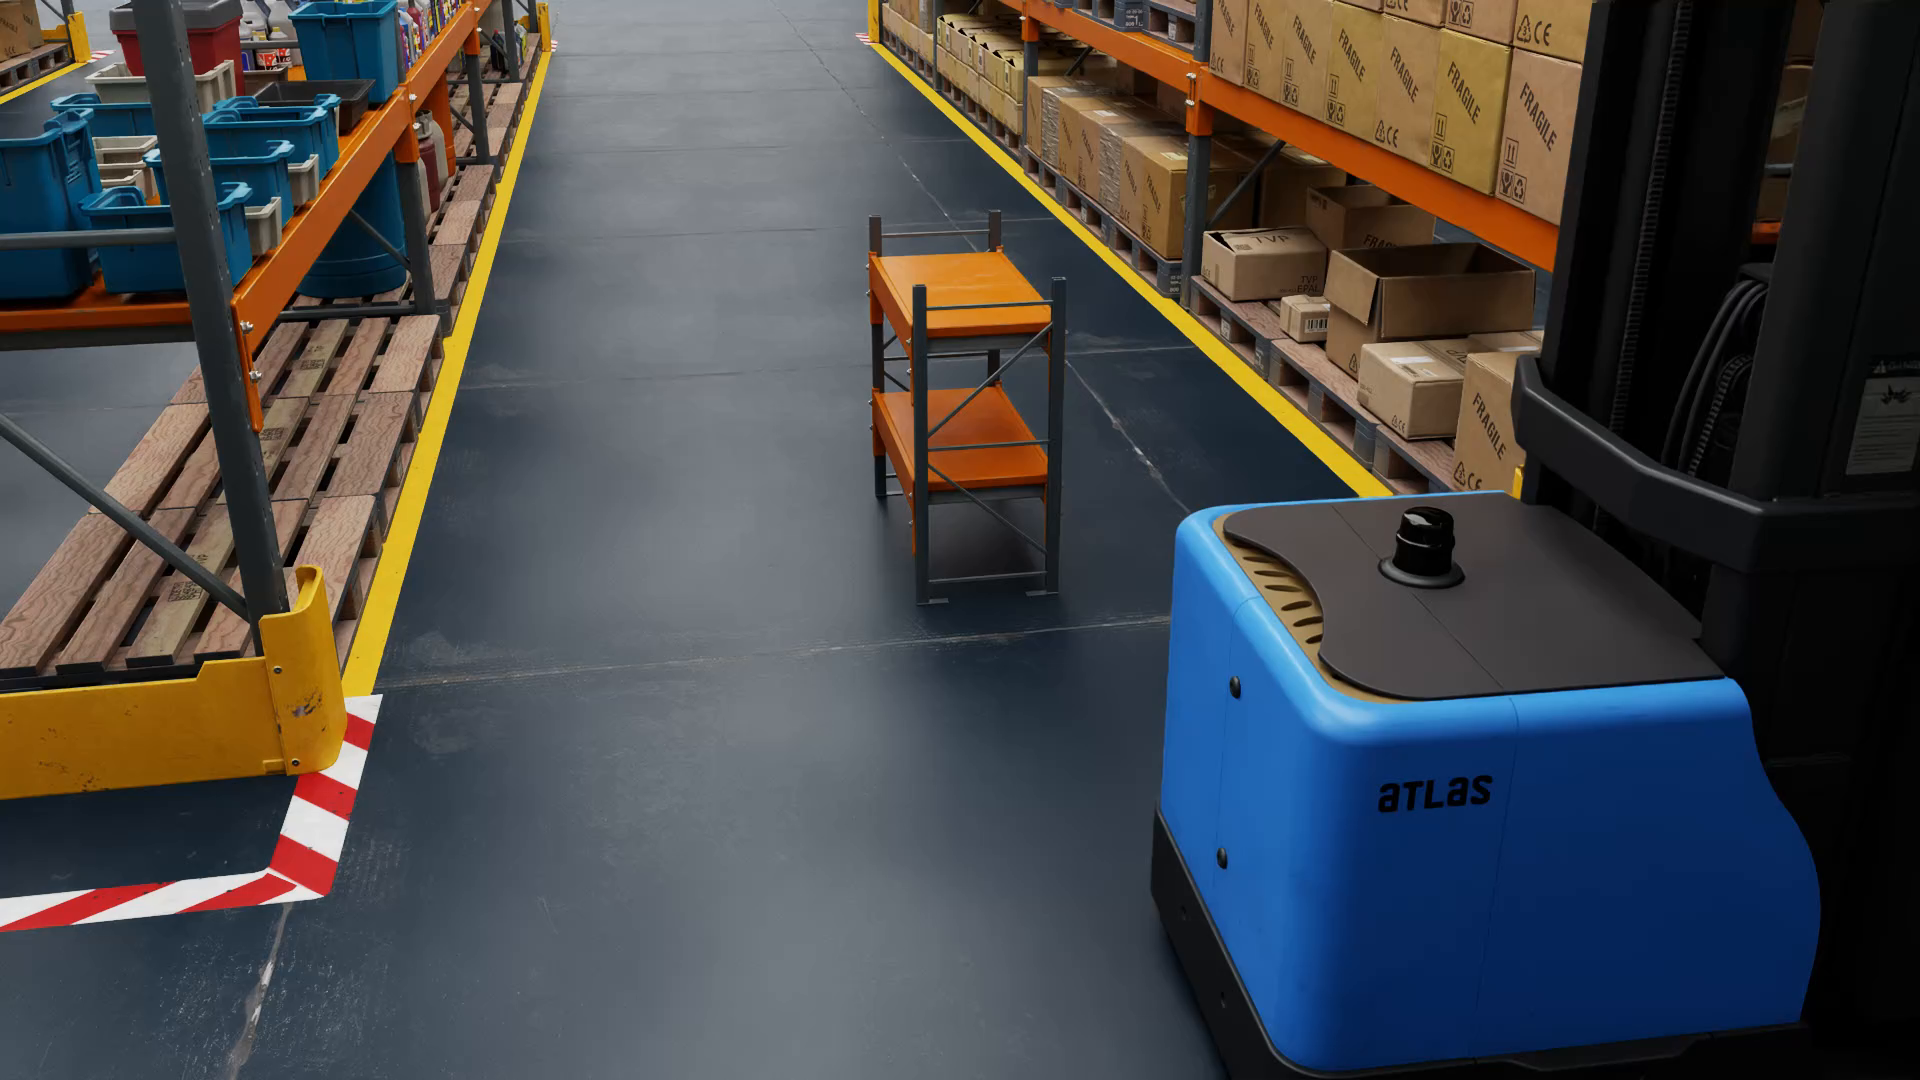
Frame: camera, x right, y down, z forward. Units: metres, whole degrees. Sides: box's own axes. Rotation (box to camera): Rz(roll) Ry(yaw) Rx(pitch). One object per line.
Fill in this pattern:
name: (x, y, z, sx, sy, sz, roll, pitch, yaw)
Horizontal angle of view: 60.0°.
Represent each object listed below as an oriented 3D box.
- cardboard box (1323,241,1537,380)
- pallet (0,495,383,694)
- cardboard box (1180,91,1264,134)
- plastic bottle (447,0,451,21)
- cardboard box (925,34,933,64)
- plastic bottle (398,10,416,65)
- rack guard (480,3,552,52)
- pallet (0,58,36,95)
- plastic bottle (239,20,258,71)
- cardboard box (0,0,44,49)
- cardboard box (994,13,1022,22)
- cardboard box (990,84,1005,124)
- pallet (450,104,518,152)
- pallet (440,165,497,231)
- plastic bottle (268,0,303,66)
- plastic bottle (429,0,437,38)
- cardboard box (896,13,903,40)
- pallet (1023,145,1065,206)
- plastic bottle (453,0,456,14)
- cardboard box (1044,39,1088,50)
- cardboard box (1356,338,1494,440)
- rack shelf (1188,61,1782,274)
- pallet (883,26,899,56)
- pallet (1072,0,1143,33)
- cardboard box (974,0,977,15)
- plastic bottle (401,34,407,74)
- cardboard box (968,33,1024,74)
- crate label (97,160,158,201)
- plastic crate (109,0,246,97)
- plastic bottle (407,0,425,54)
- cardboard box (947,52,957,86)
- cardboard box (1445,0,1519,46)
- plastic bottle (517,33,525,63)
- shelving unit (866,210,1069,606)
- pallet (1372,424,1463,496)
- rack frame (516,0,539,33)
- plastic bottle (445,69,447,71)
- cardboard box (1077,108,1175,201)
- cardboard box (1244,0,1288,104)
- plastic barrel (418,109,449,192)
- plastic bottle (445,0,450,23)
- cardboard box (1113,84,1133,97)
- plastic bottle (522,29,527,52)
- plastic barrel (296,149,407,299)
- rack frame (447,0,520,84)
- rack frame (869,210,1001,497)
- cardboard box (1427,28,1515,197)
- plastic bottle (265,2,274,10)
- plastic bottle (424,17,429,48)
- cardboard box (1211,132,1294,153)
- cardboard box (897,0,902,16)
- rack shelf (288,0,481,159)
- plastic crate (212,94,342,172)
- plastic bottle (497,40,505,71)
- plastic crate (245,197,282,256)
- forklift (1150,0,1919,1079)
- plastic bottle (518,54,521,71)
cardboard box: (2.072, -1.005, 7.372, 0.797, 0.503, 0.637, -4, 24, -10)
pallet: (-2.524, 0.203, 5.521, 1.003, 0.211, 1.213, -4, 24, -10)
cardboard box: (1.684, -2.687, 10.292, 0.500, 0.250, 0.500, -4, 24, -10)
plastic bottle: (-3.277, -3.417, 10.487, 0.097, 0.271, 0.097, 0, 24, 0)
cardboard box: (-0.061, -4.931, 16.704, 0.500, 0.250, 0.500, -4, 24, -10)
plastic bottle: (-2.928, -2.618, 8.652, 0.152, 0.276, 0.135, -4, 24, -10)
rack guard: (-5.308, -5.869, 19.063, 1.175, 0.500, 0.348, -4, 24, -10)
pallet: (-9.884, -4.565, 16.439, 1.003, 0.211, 1.213, -4, 24, -10)
plastic bottle: (-3.540, -2.395, 8.141, 0.152, 0.276, 0.135, -4, 24, -10)
cardboard box: (-10.137, -5.474, 17.635, 0.500, 0.500, 0.500, 0, 24, 0)
cardboard box: (0.597, -4.884, 15.895, 0.500, 0.311, 0.500, -4, 24, -10)
cardboard box: (0.544, -3.583, 13.617, 0.500, 0.250, 0.500, -5, 24, -10)
pallet: (-4.216, -3.403, 13.777, 1.003, 0.211, 1.213, -4, 24, -10)
pallet: (-3.702, -2.309, 11.274, 1.003, 0.211, 1.213, -4, 24, -10)
plastic bottle: (-3.499, -2.646, 8.623, 0.144, 0.351, 0.185, -4, 24, -10)
plastic bottle: (-3.136, -3.104, 9.670, 0.144, 0.351, 0.185, -4, 24, -10)
cardboard box: (-0.431, -5.718, 18.505, 0.500, 0.250, 0.500, -4, 24, -10)
pallet: (1.080, -2.685, 12.134, 1.003, 0.211, 1.213, -4, 24, -10)
plastic bottle: (-3.349, -3.538, 10.851, 0.097, 0.201, 0.097, 0, 24, 0)
cardboard box: (0.974, -4.083, 14.061, 0.500, 0.311, 0.500, -5, 24, -11)
cardboard box: (1.970, -0.626, 6.820, 0.500, 0.250, 0.500, -4, 24, -10)
rack shelf: (2.089, -1.570, 6.995, 1.077, 0.370, 4.000, -4, 24, -10)
pallet: (-0.317, -5.830, 19.336, 1.003, 0.211, 1.213, -4, 24, -10)
pallet: (1.344, -3.407, 10.542, 1.003, 0.211, 1.213, -4, 24, -10)
cardboard box: (0.362, -5.510, 17.093, 0.500, 0.500, 0.500, -4, 24, -10)
plastic bottle: (-2.798, -2.443, 8.242, 0.061, 0.283, 0.133, -4, 24, -10)
cardboard box: (0.357, -4.236, 14.412, 0.500, 0.311, 0.500, -4, 24, -8)
crate label: (-2.853, -1.184, 5.468, 0.396, 0.136, 0.243, -4, 24, -10)
plastic crate: (-3.231, -2.008, 6.945, 0.402, 0.464, 0.583, -4, 24, -10)
plastic bottle: (-2.962, -2.792, 9.042, 0.061, 0.283, 0.133, -4, 24, -10)
cardboard box: (0.164, -4.387, 15.457, 0.500, 0.250, 0.500, -4, 24, -8)
cardboard box: (2.012, -1.970, 5.638, 0.500, 0.500, 0.500, -4, 24, -8)
plastic bottle: (-4.395, -4.915, 16.599, 0.061, 0.283, 0.133, -3, 24, -7)
shelving unit: (0.001, -0.513, 6.019, 0.538, 1.125, 1.048, -4, 24, -10)
pallet: (2.296, -0.178, 6.394, 1.003, 0.211, 1.213, -4, 24, -10)
rack frame: (-5.368, -7.041, 18.623, 1.000, 3.000, 0.127, -4, 24, -10)
plastic bottle: (-5.031, -4.687, 15.994, 0.144, 0.351, 0.185, -5, 24, -11)
cardboard box: (1.075, -2.507, 10.816, 0.500, 0.500, 0.500, -5, 24, -12)
cardboard box: (1.644, -2.310, 7.666, 0.500, 0.500, 0.500, -4, 24, -9)
plastic barrel: (-3.590, -2.540, 10.901, 0.421, 0.512, 0.421, 0, 24, 0)
plastic bottle: (-3.259, -3.347, 10.413, 0.097, 0.201, 0.097, 0, 24, 0)
cardboard box: (1.383, -2.965, 11.864, 0.500, 0.500, 0.500, -3, 24, -8)
plastic bottle: (-4.553, -5.149, 17.144, 0.152, 0.276, 0.135, -5, 24, -11)
plastic barrel: (-3.233, -1.767, 8.645, 0.600, 0.901, 0.708, -4, 24, -10)
rack frame: (-4.629, -5.467, 15.021, 1.000, 3.000, 0.127, -4, 24, -10)
rack frame: (-0.093, -0.713, 6.477, 0.500, 1.125, 0.032, -4, 24, -10)
cardboard box: (2.009, -1.518, 5.853, 0.500, 0.500, 0.500, -4, 24, -9)
plastic bottle: (-3.701, -2.737, 8.924, 0.152, 0.276, 0.135, -4, 24, -10)
plastic bottle: (-3.026, -2.852, 9.280, 0.097, 0.201, 0.097, 0, 24, 0)
cardboard box: (1.760, -2.159, 10.020, 0.500, 0.500, 0.500, -4, 24, -9)
cardboard box: (-0.420, -6.062, 18.357, 0.500, 0.500, 0.500, -4, 24, -10)
rack shelf: (-3.519, -2.778, 9.761, 1.077, 0.370, 4.000, -4, 24, -10)
plastic crate: (-2.431, -1.456, 5.969, 0.416, 0.233, 0.300, -4, 24, -10)
plastic bottle: (-4.448, -4.699, 16.106, 0.061, 0.283, 0.133, -4, 24, -10)
plastic crate: (-2.110, -0.908, 4.835, 0.250, 0.136, 0.298, -4, 24, -10)
forklift: (2.031, -0.334, 3.352, 3.031, 2.935, 1.130, -4, 24, -8)
plastic bottle: (-4.294, -4.624, 16.037, 0.097, 0.201, 0.097, 0, 24, 0)
